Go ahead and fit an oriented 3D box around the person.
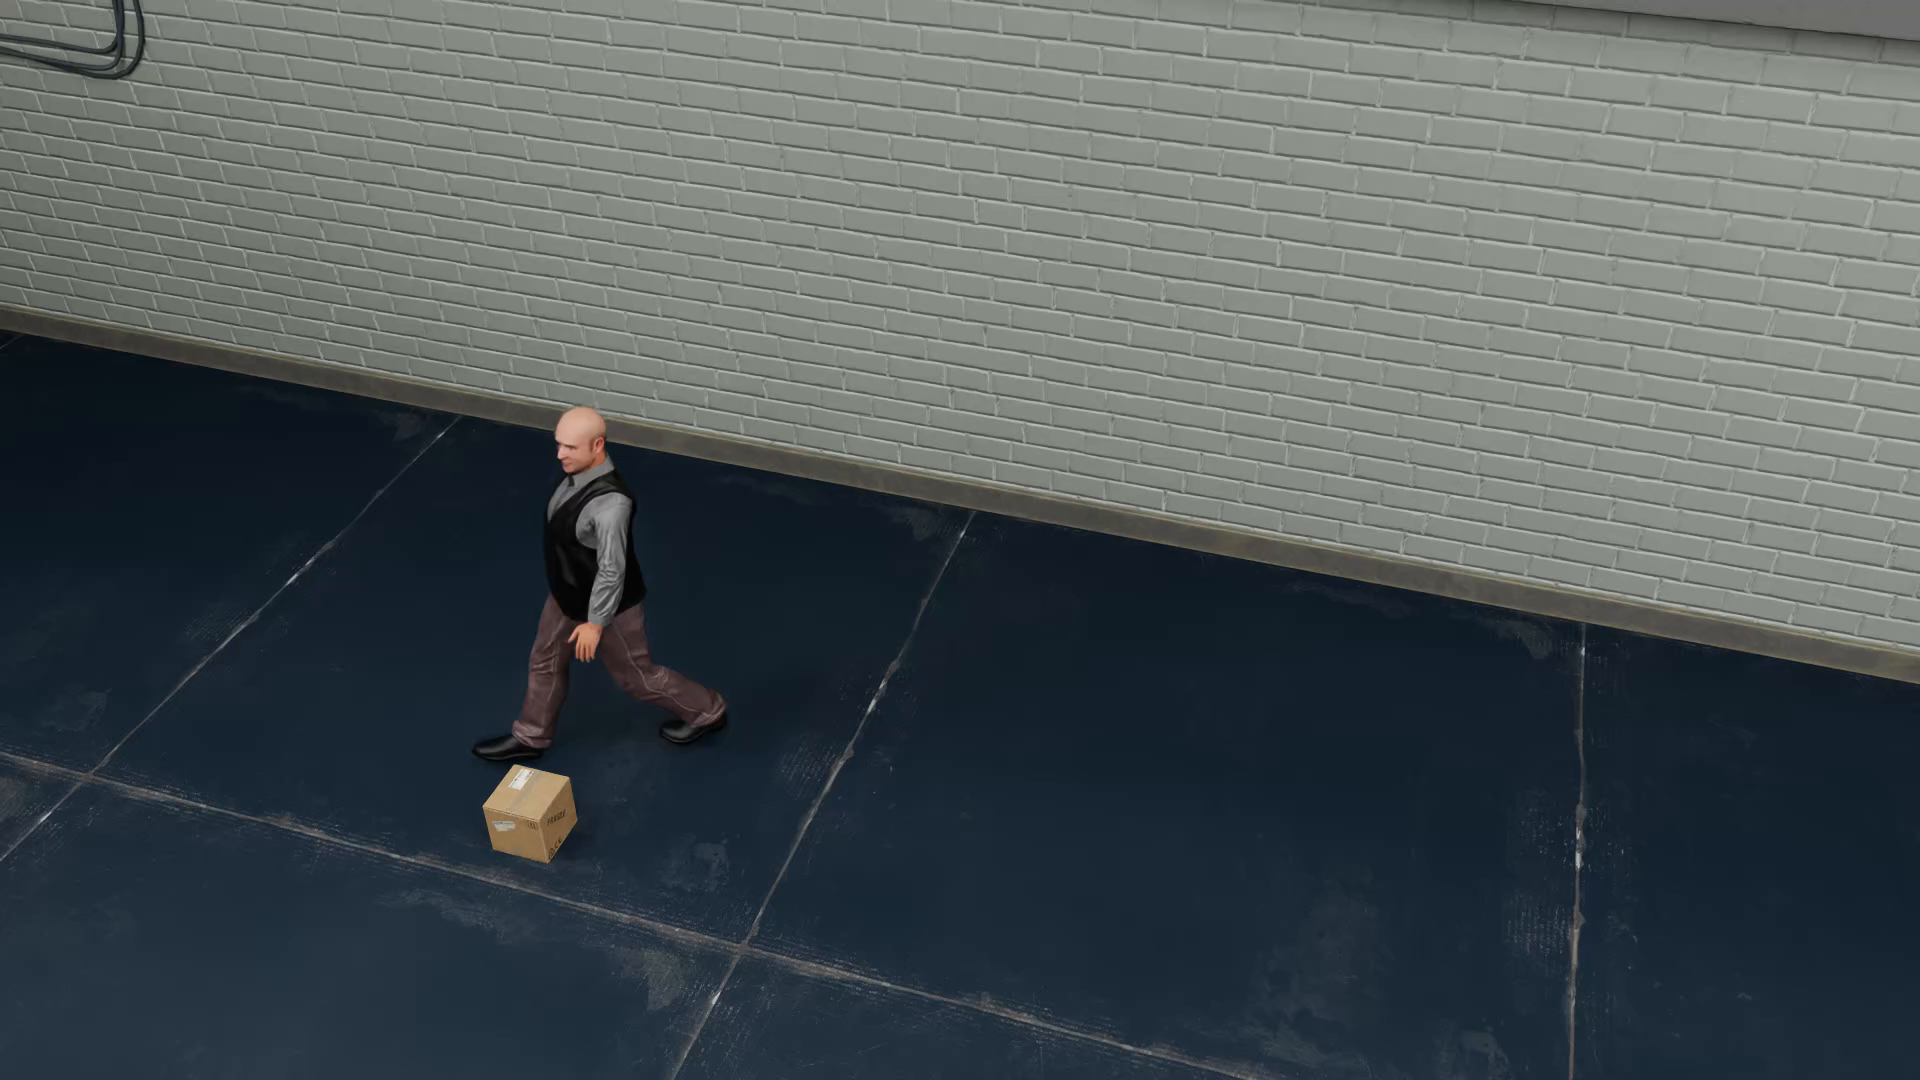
[{"bbox_3d":[-1.521,0.236,6.638,1.038,1.667,0.563,-19,41,-23],"label":"person"}]
